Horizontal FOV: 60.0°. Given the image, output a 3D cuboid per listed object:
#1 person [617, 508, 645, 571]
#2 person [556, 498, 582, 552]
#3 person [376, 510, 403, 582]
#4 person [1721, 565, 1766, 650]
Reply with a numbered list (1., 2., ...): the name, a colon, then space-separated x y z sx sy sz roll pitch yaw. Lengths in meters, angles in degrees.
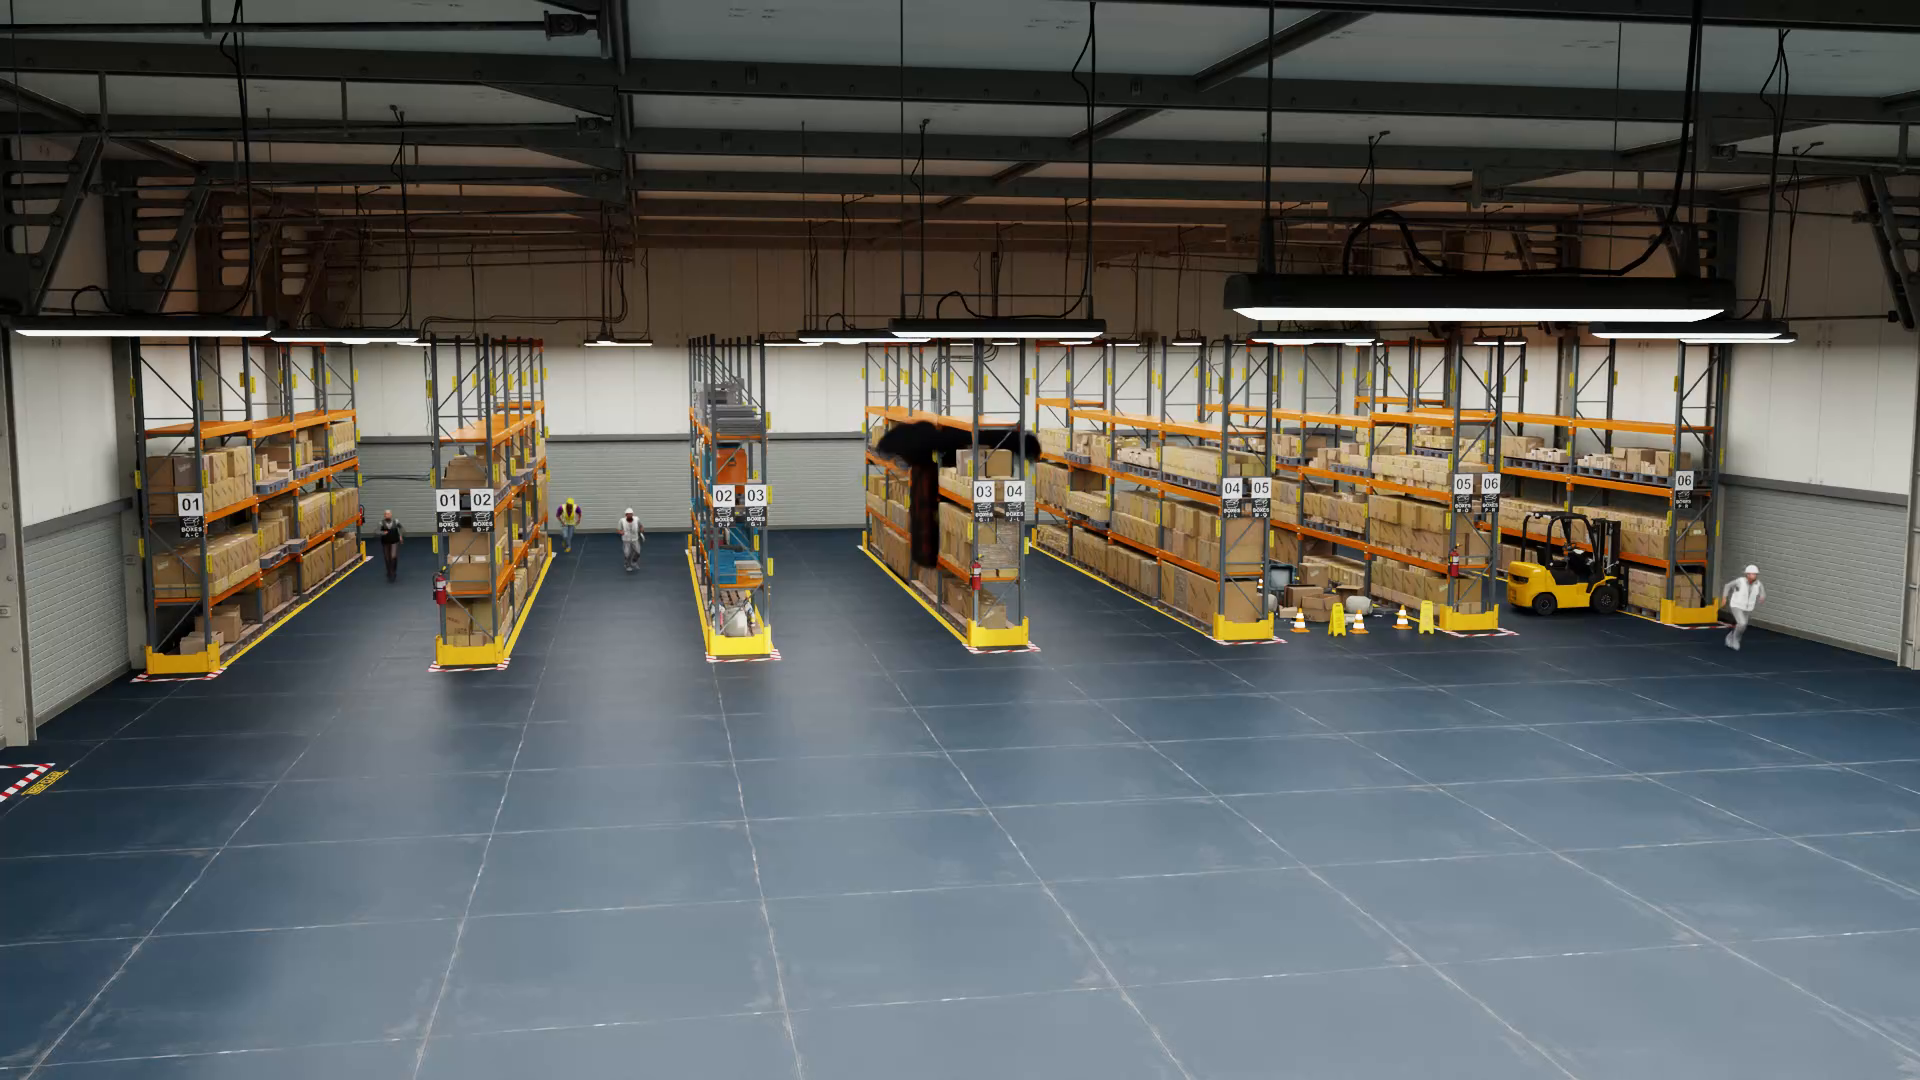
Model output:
1. person: -8.448 0.004 42.739 0.714 1.669 0.816 -2 7 -19
2. person: -11.073 -0.438 47.110 0.718 1.561 0.982 -3 7 -23
3. person: -14.173 0.131 41.312 0.609 1.776 0.859 -1 7 -13
4. person: 14.887 1.269 31.597 0.660 1.645 0.985 -1 7 -7
